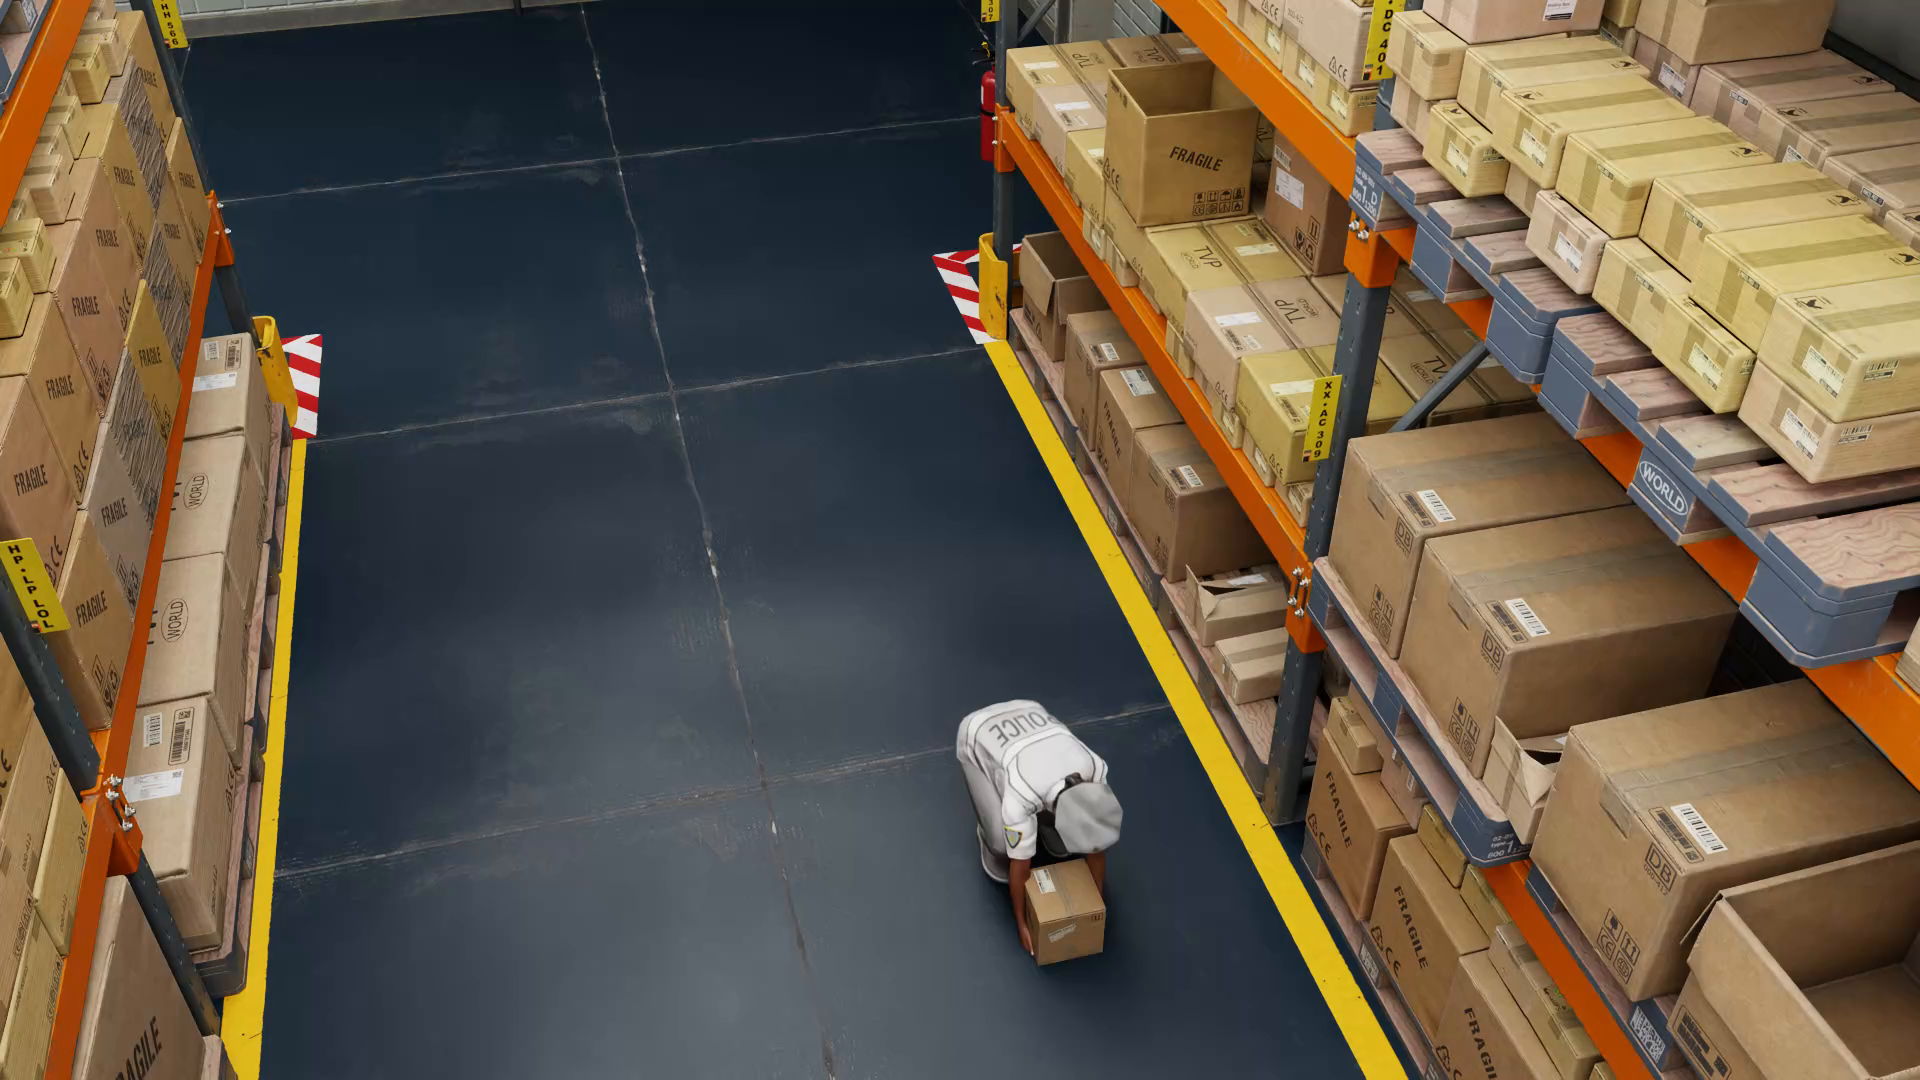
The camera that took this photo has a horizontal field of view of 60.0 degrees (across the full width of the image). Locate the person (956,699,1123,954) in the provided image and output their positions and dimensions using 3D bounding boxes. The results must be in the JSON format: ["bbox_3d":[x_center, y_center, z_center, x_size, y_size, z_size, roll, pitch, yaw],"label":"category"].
[{"bbox_3d":[0.298,1.009,6.200,0.459,0.822,0.884,-12,40,-14],"label":"person"}]
